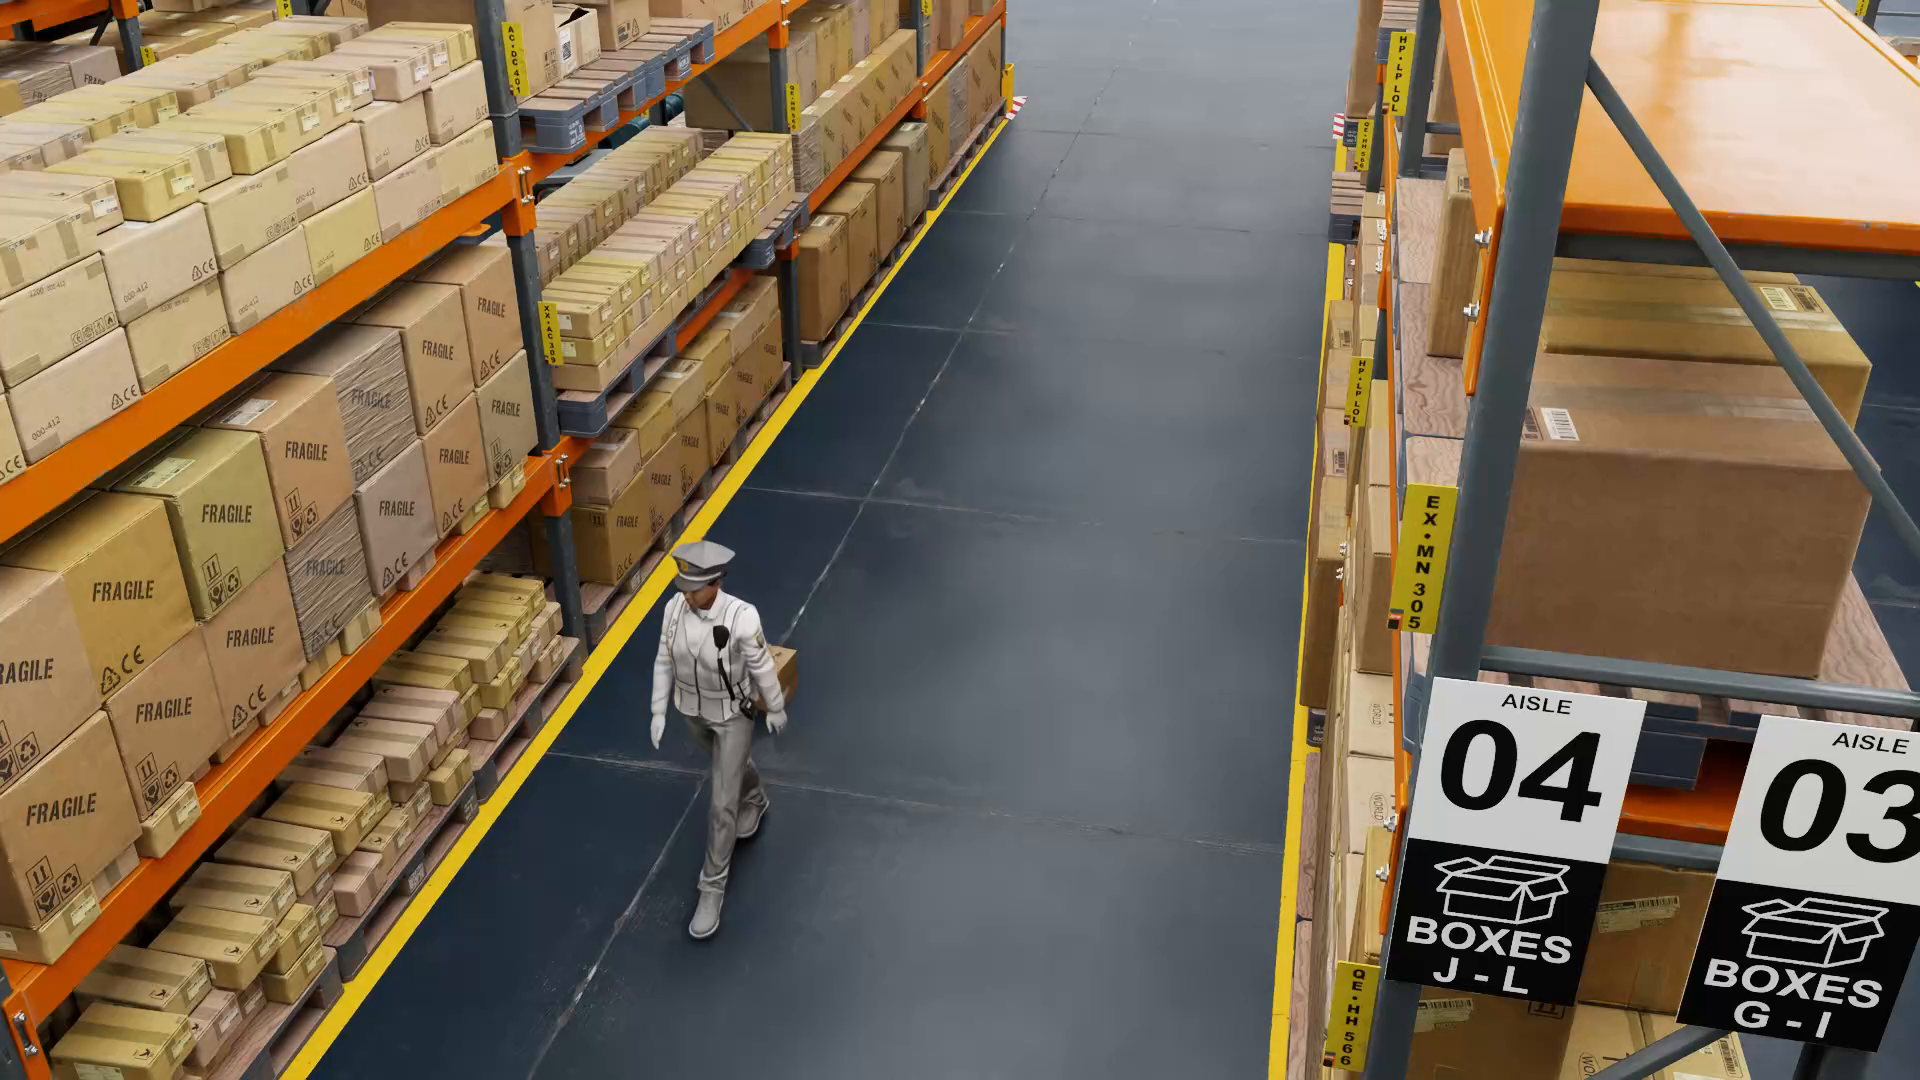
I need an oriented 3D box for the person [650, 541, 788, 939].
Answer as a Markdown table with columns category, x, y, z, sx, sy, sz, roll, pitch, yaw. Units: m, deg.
| category | x | y | z | sx | sy | sz | roll | pitch | yaw |
| --- | --- | --- | --- | --- | --- | --- | --- | --- | --- |
| person | -1.099 | 0.772 | 7.185 | 0.535 | 1.618 | 0.935 | 12 | 31 | 21 |
